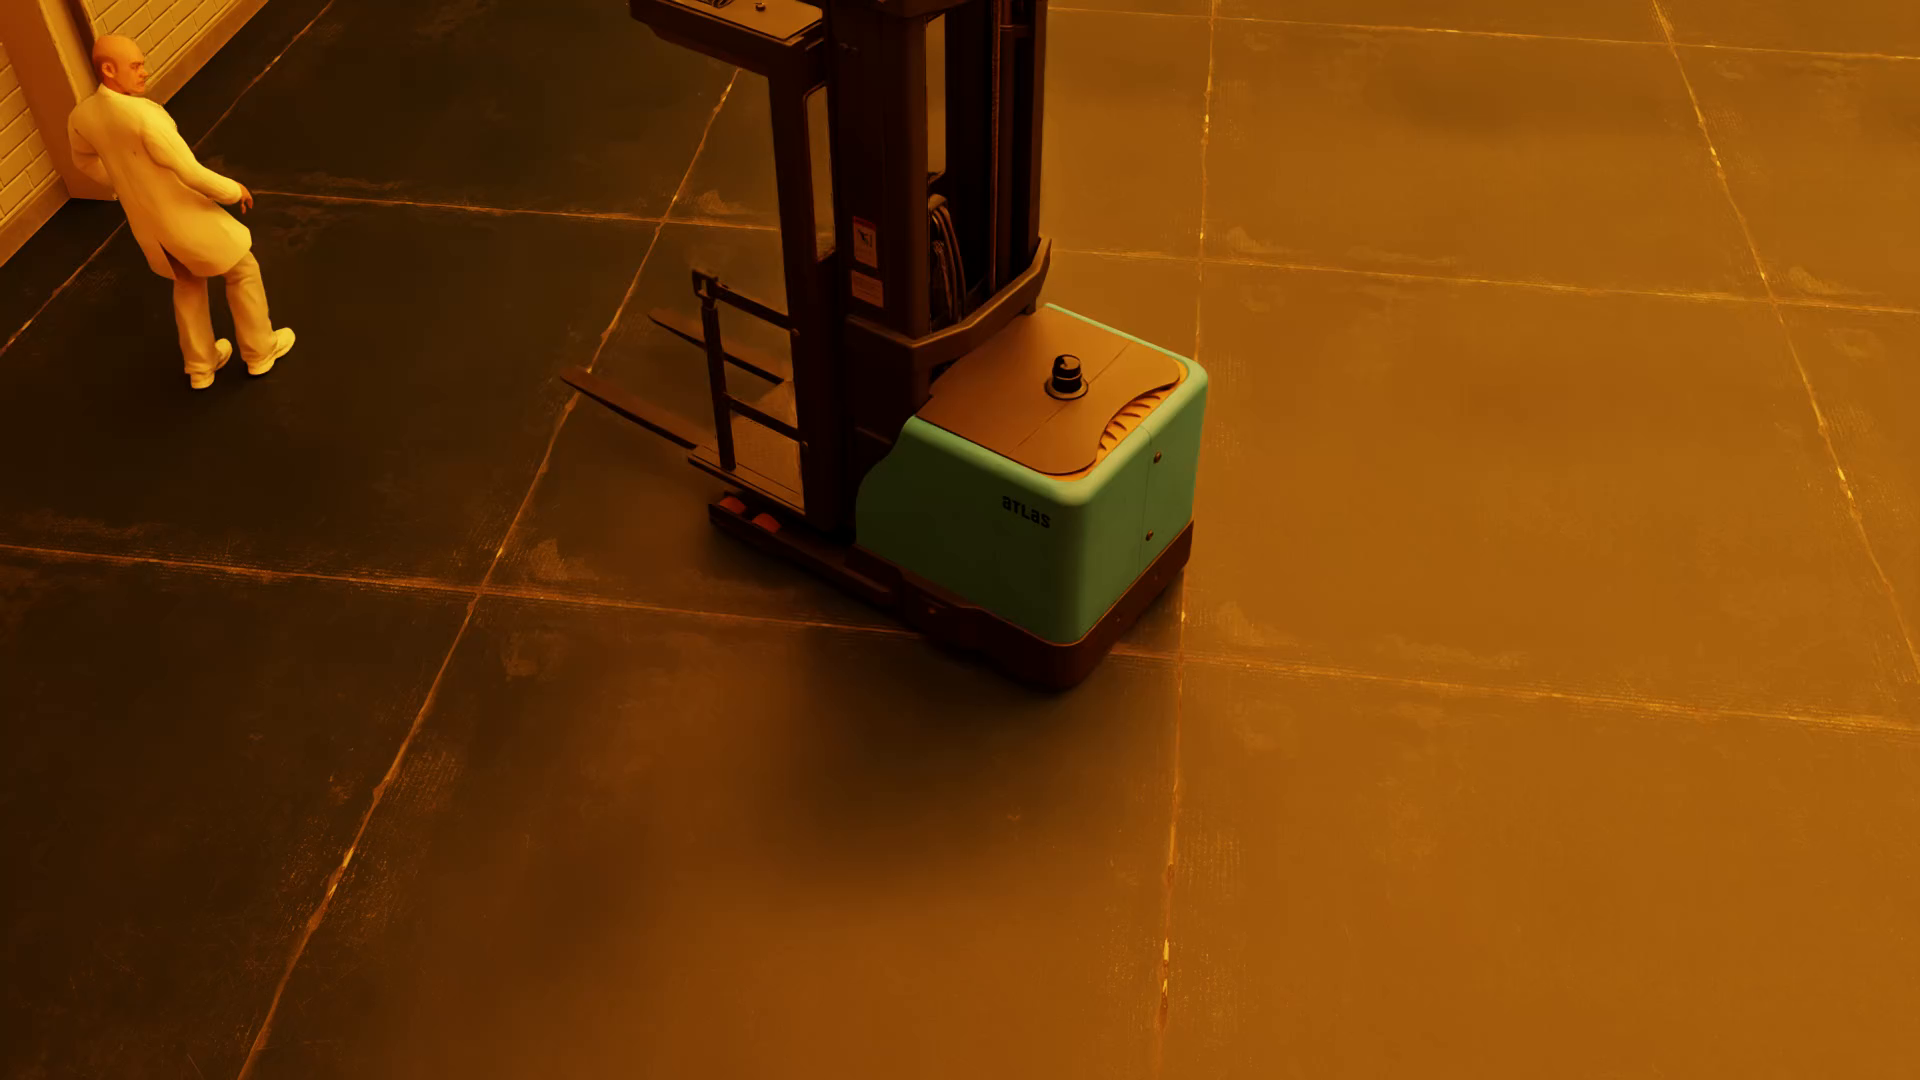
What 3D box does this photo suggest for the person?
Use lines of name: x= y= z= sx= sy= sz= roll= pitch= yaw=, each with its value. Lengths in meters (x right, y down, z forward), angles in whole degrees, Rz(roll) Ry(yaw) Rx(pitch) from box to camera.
person: x=-3.660 y=-1.539 z=7.788 sx=0.787 sy=1.747 sz=0.543 roll=11 pitch=44 yaw=12

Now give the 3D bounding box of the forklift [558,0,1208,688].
forklift: x=-0.498 y=-1.294 z=6.633 sx=3.031 sy=2.935 sz=1.130 roll=26 pitch=49 yaw=26
